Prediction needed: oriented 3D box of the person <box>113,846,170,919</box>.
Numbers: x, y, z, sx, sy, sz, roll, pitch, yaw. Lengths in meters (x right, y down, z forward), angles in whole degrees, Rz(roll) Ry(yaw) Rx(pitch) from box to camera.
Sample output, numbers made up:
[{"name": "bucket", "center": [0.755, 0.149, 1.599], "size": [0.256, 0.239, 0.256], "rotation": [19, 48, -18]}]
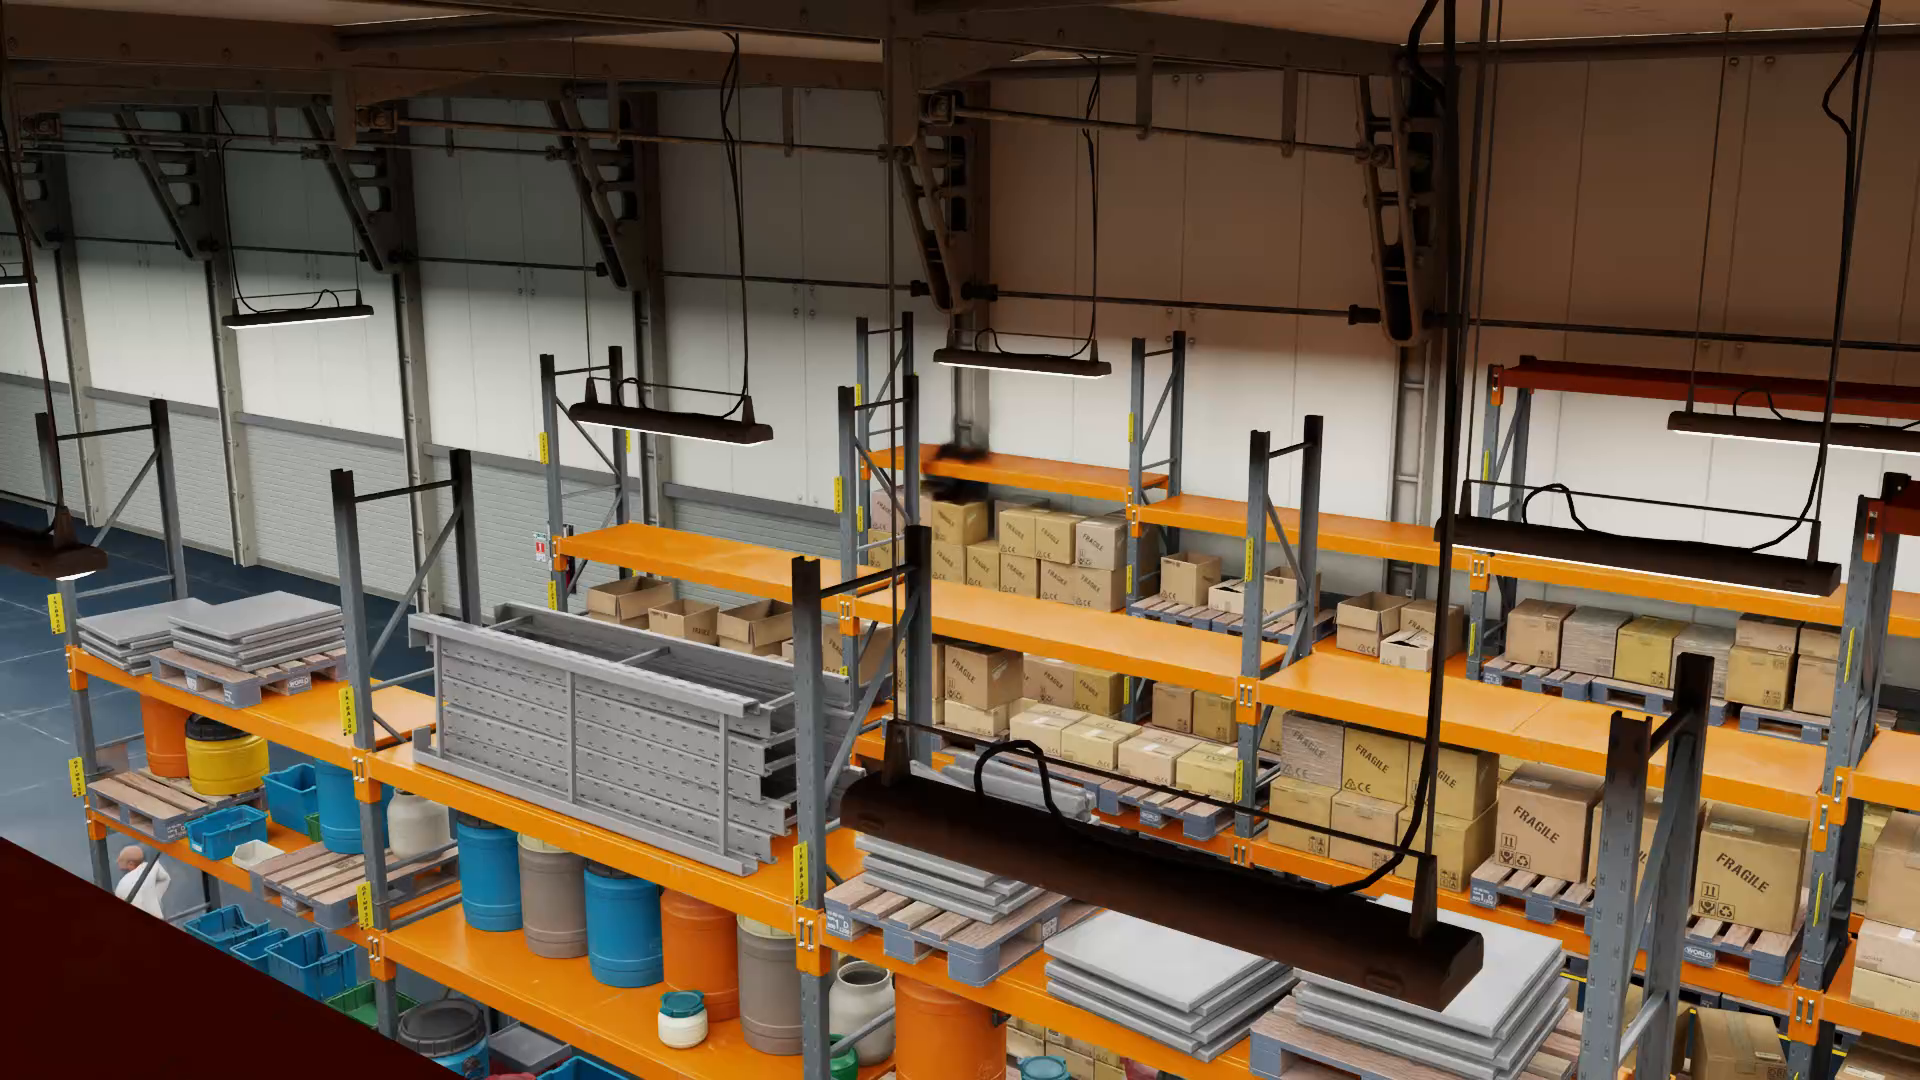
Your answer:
[{"name": "person", "center": [-7.665, 3.676, 15.710], "size": [0.706, 1.740, 0.759], "rotation": [0, 13, -1]}]
